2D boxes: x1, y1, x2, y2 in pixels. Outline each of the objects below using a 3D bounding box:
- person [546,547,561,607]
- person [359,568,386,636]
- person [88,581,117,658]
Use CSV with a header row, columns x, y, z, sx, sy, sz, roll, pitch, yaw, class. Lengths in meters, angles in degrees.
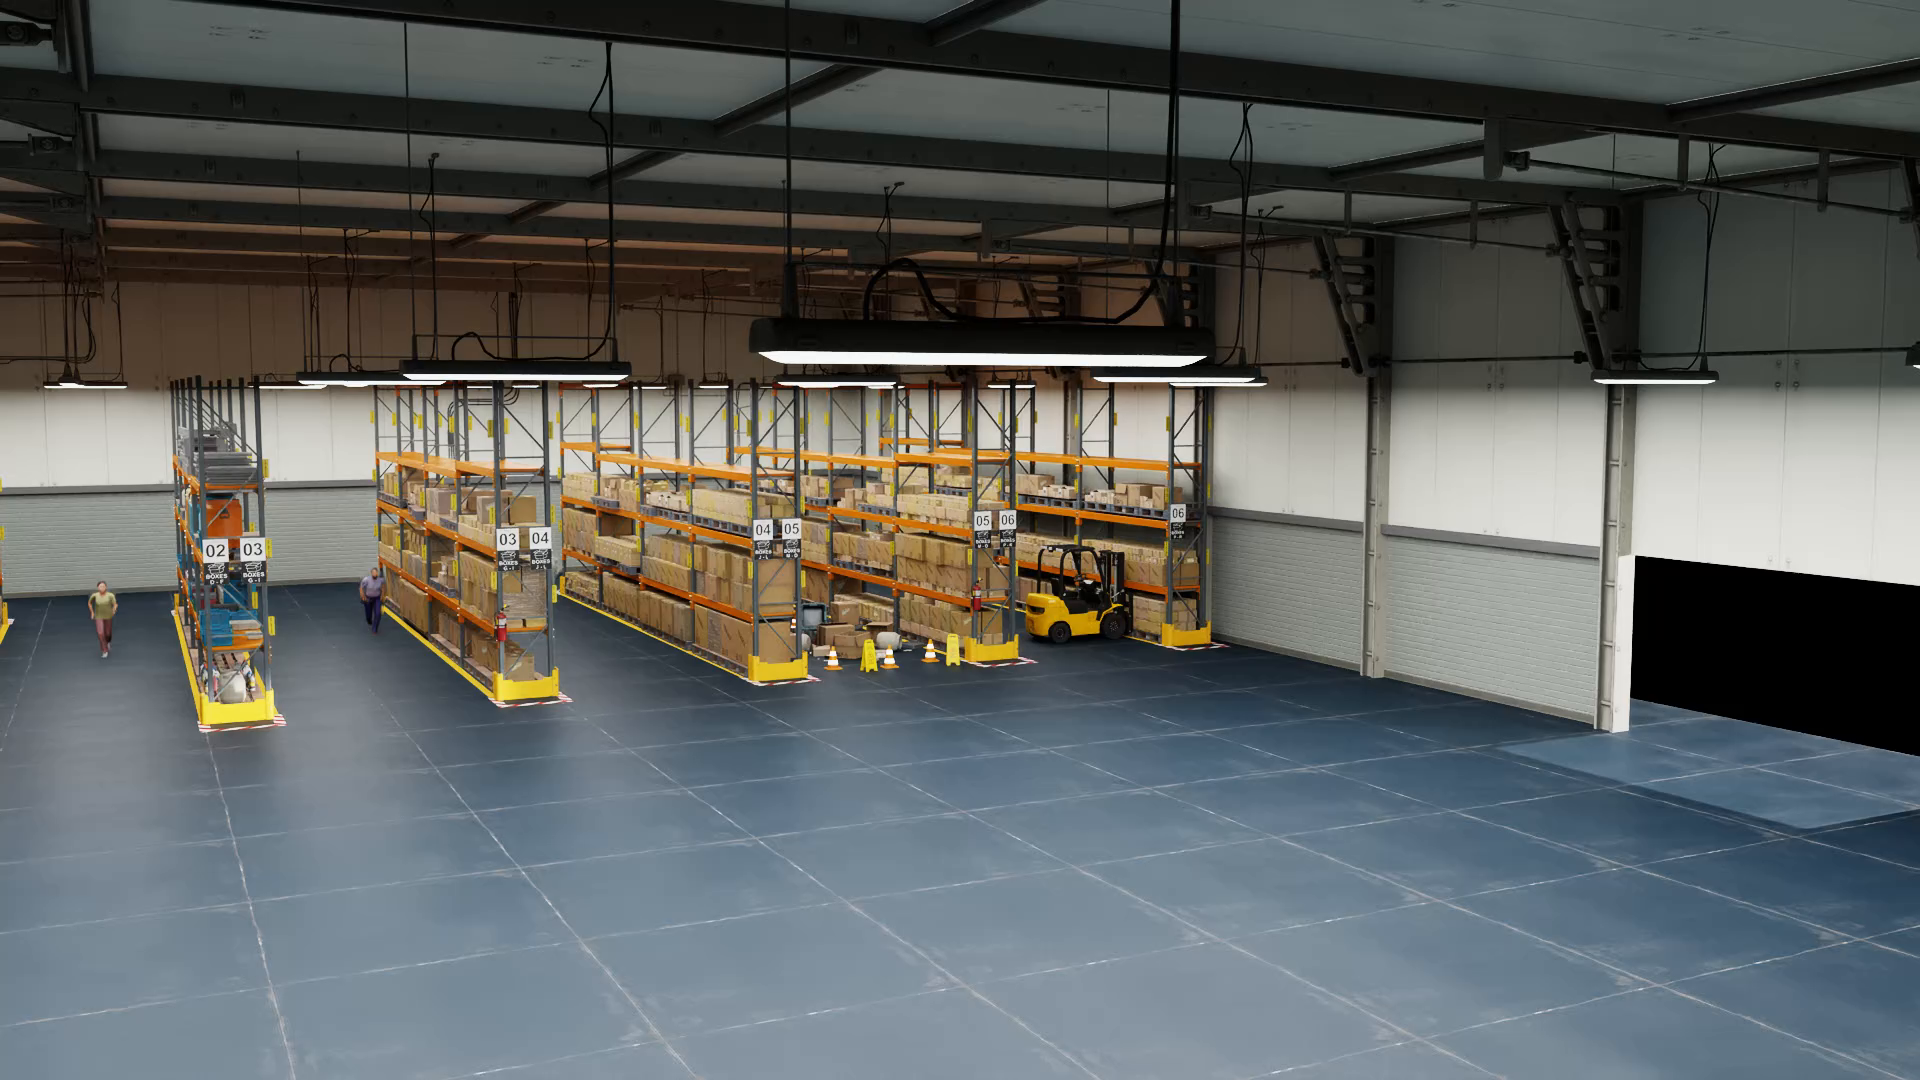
x,y,z,sx,sy,sz,roll,pitch,yaw,class
-10.954,0.992,44.300,0.642,1.659,0.693,-2,6,-24,person
-13.888,1.461,39.350,0.619,1.623,0.799,-3,6,-28,person
-18.638,1.699,36.179,0.565,1.642,0.818,-3,6,-28,person
